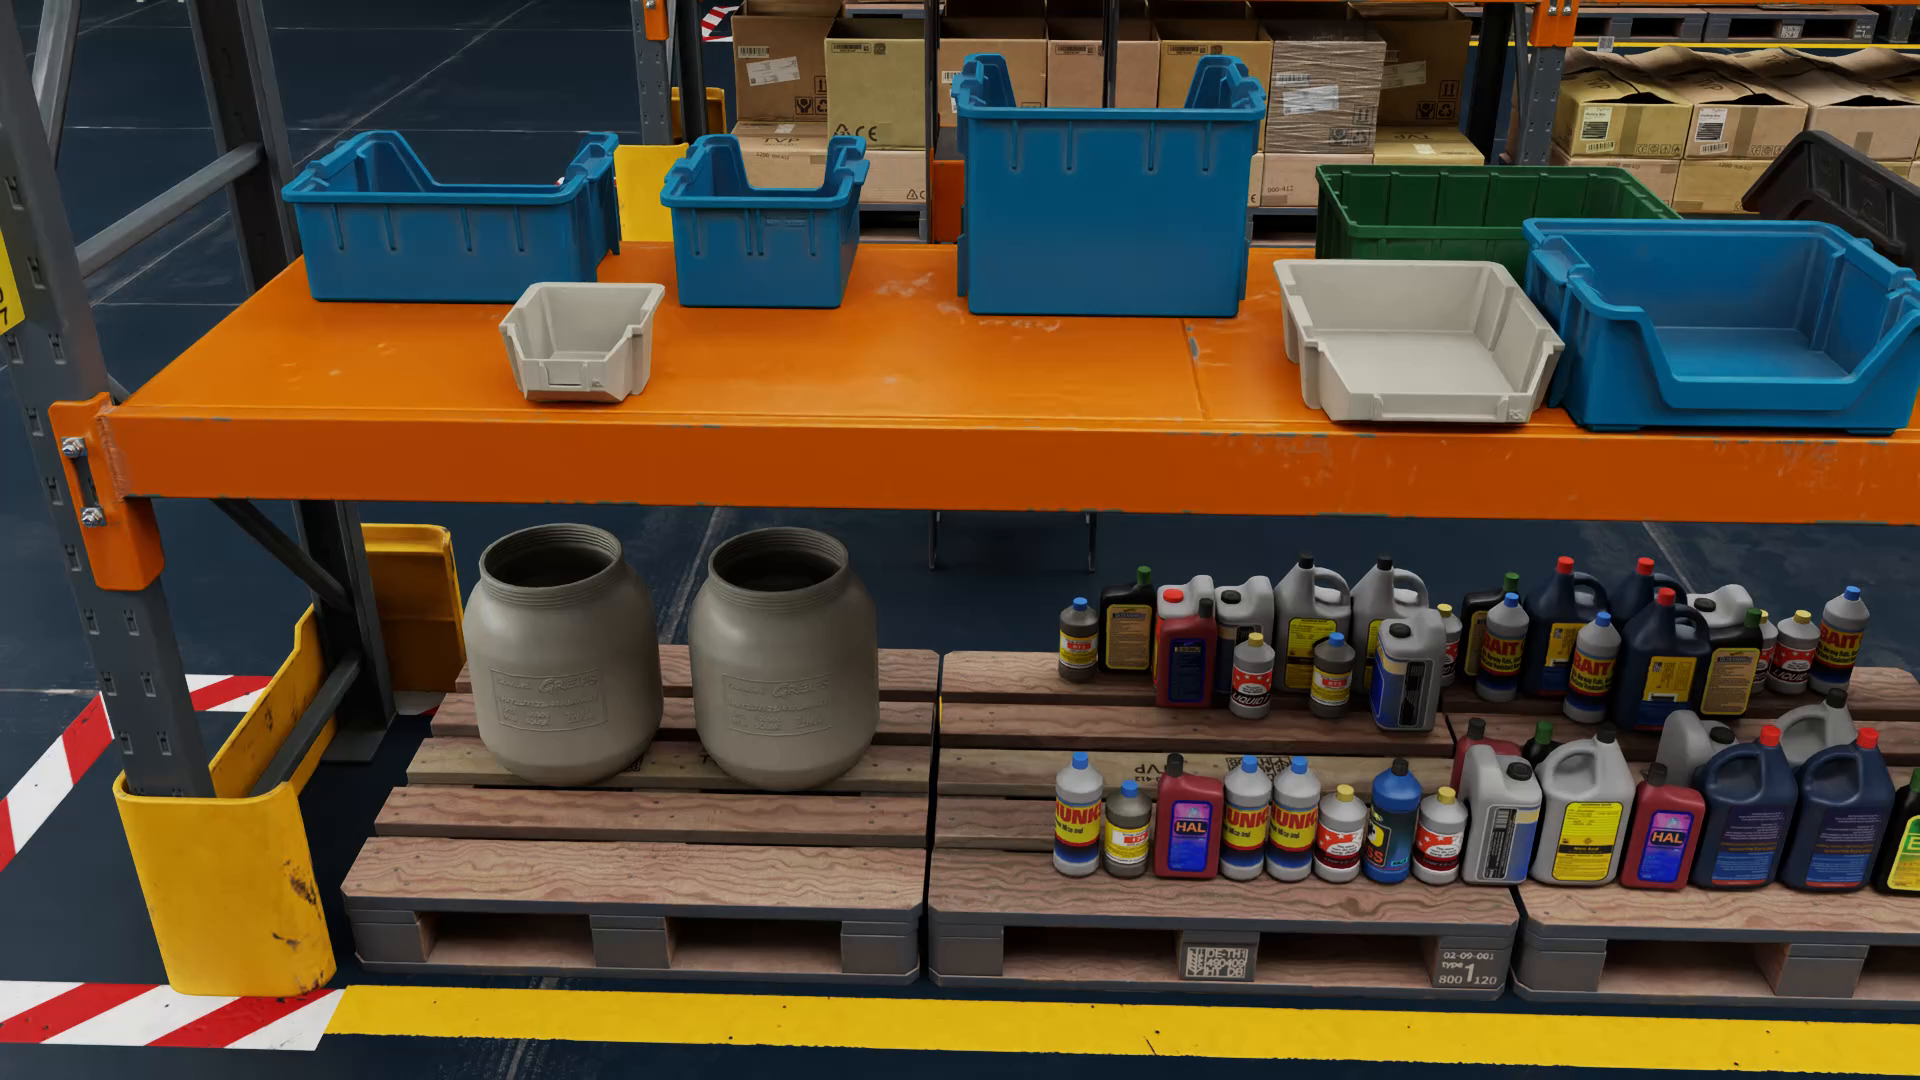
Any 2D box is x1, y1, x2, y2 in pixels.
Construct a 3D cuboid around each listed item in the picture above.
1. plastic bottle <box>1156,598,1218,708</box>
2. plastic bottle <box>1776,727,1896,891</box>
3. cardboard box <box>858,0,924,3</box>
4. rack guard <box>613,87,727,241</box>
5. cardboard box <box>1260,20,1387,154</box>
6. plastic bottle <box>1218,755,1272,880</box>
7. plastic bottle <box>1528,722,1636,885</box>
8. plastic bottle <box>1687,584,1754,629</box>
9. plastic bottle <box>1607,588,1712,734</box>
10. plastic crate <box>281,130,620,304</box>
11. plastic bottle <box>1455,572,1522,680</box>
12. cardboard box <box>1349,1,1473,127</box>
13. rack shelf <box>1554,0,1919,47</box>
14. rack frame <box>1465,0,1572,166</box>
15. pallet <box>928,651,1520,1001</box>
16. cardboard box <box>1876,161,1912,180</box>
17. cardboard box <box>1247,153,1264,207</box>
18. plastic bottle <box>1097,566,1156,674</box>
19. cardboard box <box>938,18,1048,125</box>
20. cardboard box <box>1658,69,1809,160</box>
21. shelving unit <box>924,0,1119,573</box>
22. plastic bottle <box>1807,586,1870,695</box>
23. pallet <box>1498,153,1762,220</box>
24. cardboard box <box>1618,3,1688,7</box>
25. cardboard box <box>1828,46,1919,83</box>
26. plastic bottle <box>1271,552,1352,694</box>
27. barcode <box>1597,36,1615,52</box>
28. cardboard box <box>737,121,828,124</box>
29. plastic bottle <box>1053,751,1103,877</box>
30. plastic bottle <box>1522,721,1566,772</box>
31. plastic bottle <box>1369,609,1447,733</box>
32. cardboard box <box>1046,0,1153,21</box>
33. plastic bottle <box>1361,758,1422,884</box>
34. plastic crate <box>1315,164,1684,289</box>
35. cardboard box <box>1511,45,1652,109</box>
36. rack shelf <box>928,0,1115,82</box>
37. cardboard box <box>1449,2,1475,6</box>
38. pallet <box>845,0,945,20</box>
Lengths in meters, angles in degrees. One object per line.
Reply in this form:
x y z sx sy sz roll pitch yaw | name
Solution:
0.542 0.269 3.971 0.133 0.283 0.061 1 28 2 | plastic bottle
1.787 0.537 3.393 0.185 0.351 0.144 0 28 0 | plastic bottle
-0.518 -4.219 12.408 0.500 0.311 0.500 -2 28 -4 | cardboard box
-1.402 -1.844 8.194 0.348 0.500 1.175 1 28 2 | rack guard
1.649 -2.103 7.701 0.500 0.500 0.500 1 28 2 | cardboard box
0.587 0.563 3.428 0.097 0.271 0.097 0 28 0 | plastic bottle
1.273 0.529 3.409 0.185 0.351 0.144 1 28 1 | plastic bottle
1.814 0.243 4.027 0.135 0.276 0.152 2 28 4 | plastic bottle
1.644 0.273 3.891 0.185 0.351 0.144 1 28 2 | plastic bottle
-1.046 -0.695 3.518 0.616 0.251 0.499 1 28 2 | plastic crate
1.297 0.210 4.082 0.133 0.283 0.061 2 28 4 | plastic bottle
2.167 -2.338 8.144 0.500 0.500 0.500 1 28 2 | cardboard box
4.618 -2.531 7.589 4.000 0.370 1.077 1 28 2 | rack shelf
2.620 -2.882 7.483 0.127 3.000 1.000 1 28 2 | rack frame
0.549 0.619 3.856 1.213 0.211 1.003 1 28 2 | pallet
4.043 -1.713 7.767 0.500 0.250 0.500 0 28 0 | cardboard box
1.149 -1.772 7.877 0.500 0.250 0.500 1 28 2 | cardboard box
0.412 0.195 4.110 0.133 0.283 0.061 2 28 3 | plastic bottle
0.150 -2.127 7.747 0.500 0.500 0.500 1 28 2 | cardboard box
3.524 -1.966 7.644 0.500 0.311 0.500 1 28 1 | cardboard box
0.165 -0.925 4.753 0.503 2.100 0.431 1 28 2 | shelving unit
2.138 0.238 4.043 0.097 0.271 0.097 0 28 0 | plastic bottle
3.357 -1.656 8.148 1.213 0.211 1.003 1 28 2 | pallet
5.059 -4.270 12.301 0.500 0.500 0.700 1 28 2 | cardboard box
4.556 -2.202 8.091 0.500 0.311 0.500 1 28 1 | cardboard box
0.850 0.192 4.043 0.185 0.351 0.144 2 28 4 | plastic bottle
2.860 -2.197 7.365 0.075 0.075 0.001 1 28 2 | barcode
-0.831 -2.048 8.398 0.500 0.250 0.500 1 28 2 | cardboard box
0.245 0.558 3.439 0.097 0.271 0.097 0 28 0 | plastic bottle
1.251 0.510 3.516 0.133 0.283 0.061 1 28 2 | plastic bottle
1.056 0.298 3.924 0.135 0.276 0.152 1 28 2 | plastic bottle
0.668 -2.362 8.189 0.500 0.500 0.500 1 28 2 | cardboard box
0.890 0.568 3.418 0.097 0.271 0.097 0 28 0 | plastic bottle
1.095 -0.624 3.451 0.662 0.188 0.450 1 28 2 | plastic crate
3.035 -2.228 8.138 0.500 0.311 0.500 1 28 2 | cardboard box
0.165 -1.531 4.432 0.480 0.518 0.431 1 28 2 | rack shelf
3.527 -4.286 12.331 0.500 0.500 0.700 2 28 4 | cardboard box
-0.320 -4.003 12.576 1.213 0.211 1.003 1 28 2 | pallet
